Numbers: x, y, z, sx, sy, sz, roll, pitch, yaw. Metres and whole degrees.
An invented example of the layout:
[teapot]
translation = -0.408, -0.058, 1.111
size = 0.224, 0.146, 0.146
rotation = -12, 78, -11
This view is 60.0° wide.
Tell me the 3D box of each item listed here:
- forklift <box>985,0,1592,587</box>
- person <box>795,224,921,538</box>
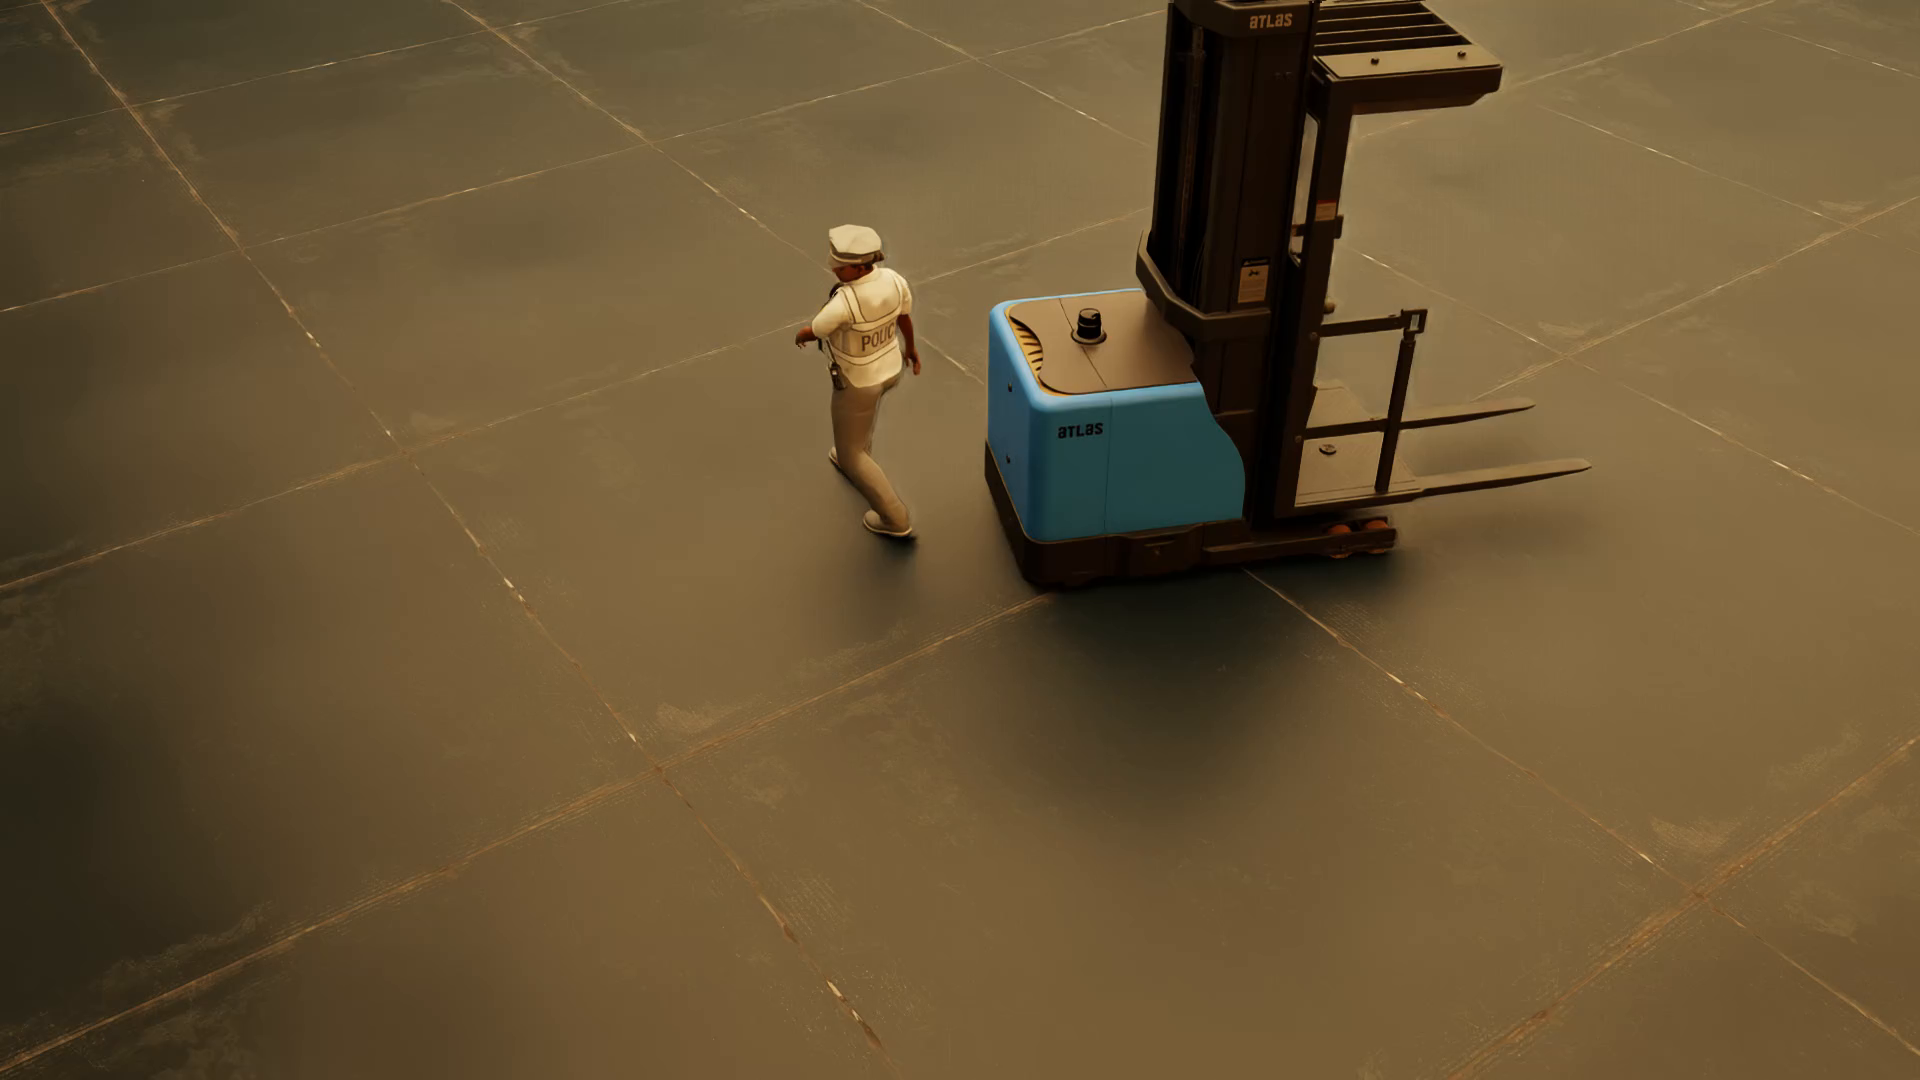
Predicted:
[forklift]
translation = 1.700, -1.388, 7.823
size = 3.031, 2.935, 1.130
rotation = -7, 37, -9
[person]
translation = -0.464, -0.869, 8.261
size = 0.803, 1.575, 0.623
rotation = 22, 42, 27
